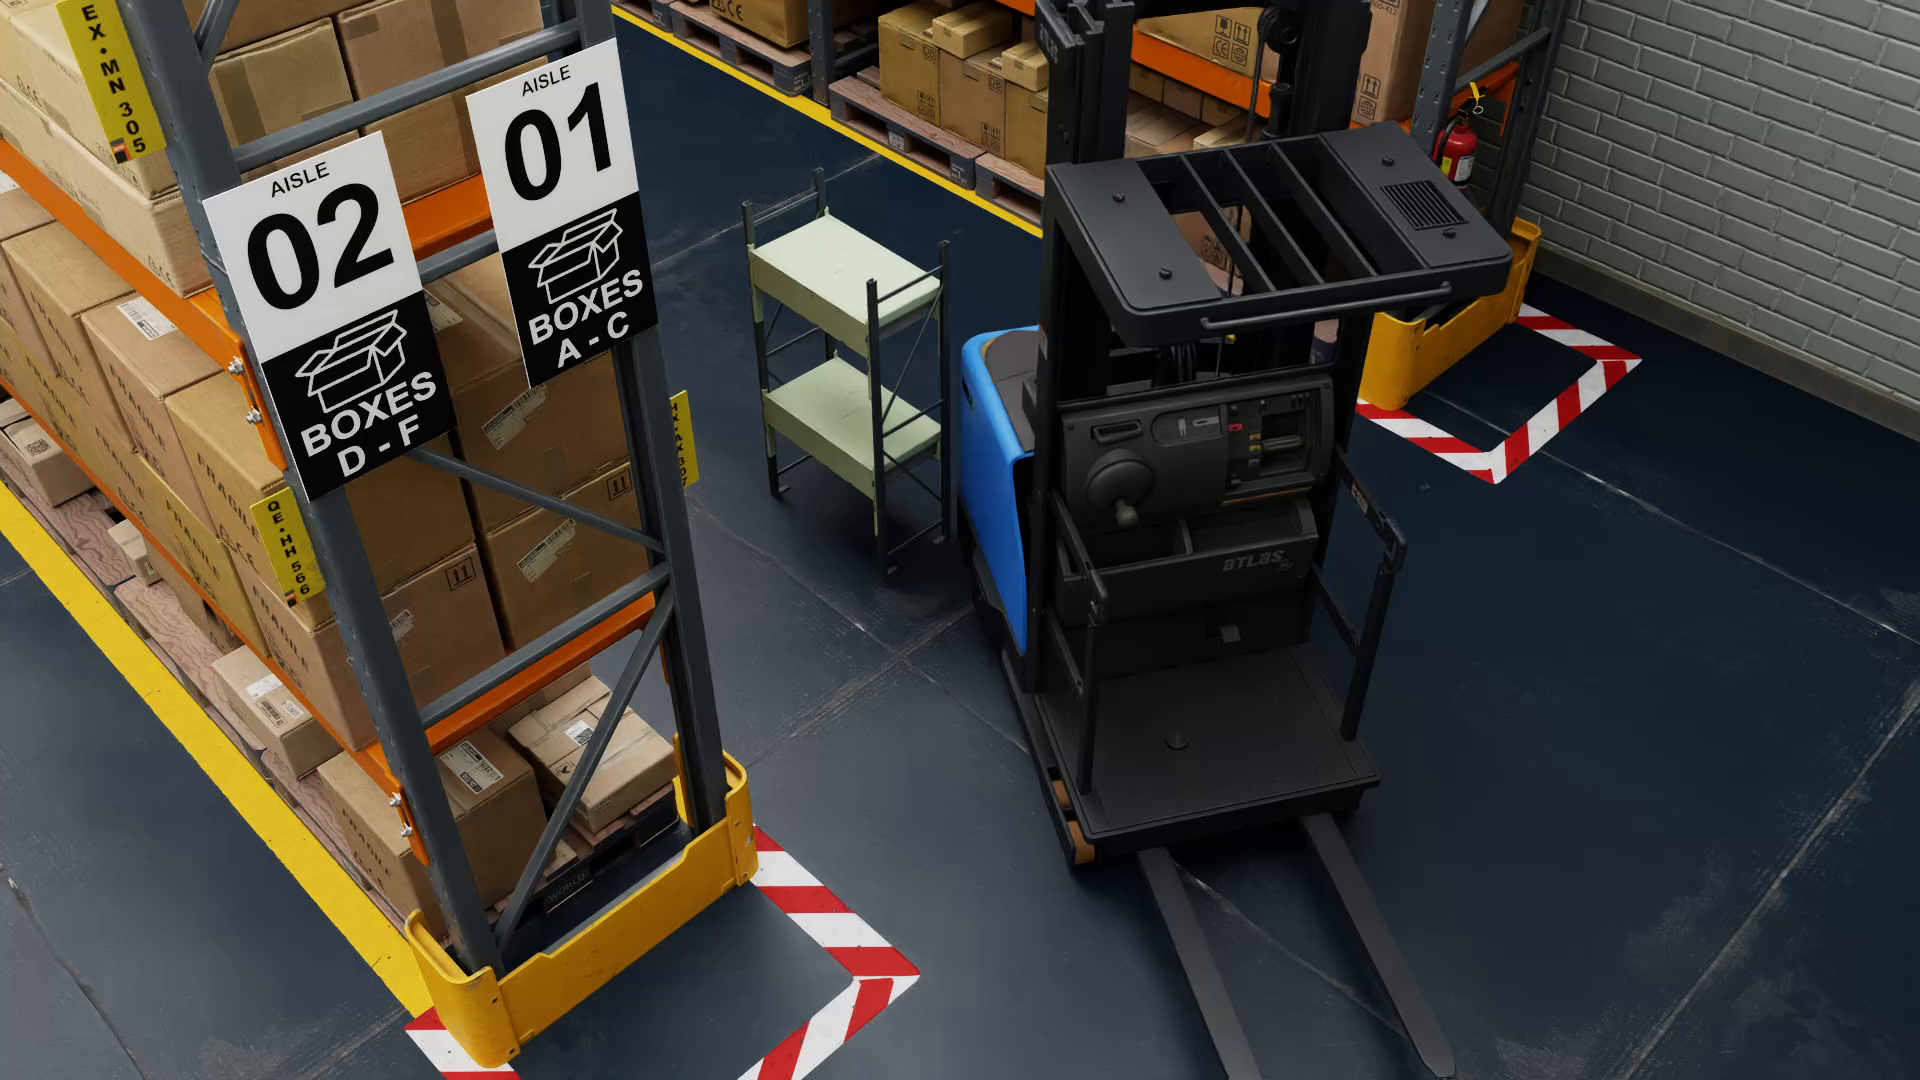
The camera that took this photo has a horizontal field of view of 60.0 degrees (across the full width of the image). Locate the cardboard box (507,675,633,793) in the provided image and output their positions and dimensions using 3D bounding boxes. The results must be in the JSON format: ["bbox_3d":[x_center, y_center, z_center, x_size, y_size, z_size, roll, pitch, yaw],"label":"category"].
[{"bbox_3d":[-1.407,0.699,6.047,0.380,0.166,0.250,-34,53,-31],"label":"cardboard box"}]

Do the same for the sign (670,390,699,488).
[{"bbox_3d":[-0.794,-0.272,4.697,0.100,0.325,0.005,-34,53,-31],"label":"sign"}]

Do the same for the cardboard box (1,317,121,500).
[{"bbox_3d":[-2.761,-0.548,5.559,0.500,0.500,0.500,33,52,31],"label":"cardboard box"}]

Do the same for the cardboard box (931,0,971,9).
[{"bbox_3d":[-0.005,-3.223,9.582,0.250,0.149,0.380,34,52,31],"label":"cardboard box"}]

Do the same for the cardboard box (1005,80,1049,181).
[{"bbox_3d":[0.670,-2.329,9.093,0.700,0.500,0.500,-33,52,-30],"label":"cardboard box"}]

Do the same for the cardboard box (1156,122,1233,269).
[{"bbox_3d":[1.408,-1.835,8.558,0.500,0.500,0.700,34,53,31],"label":"cardboard box"}]

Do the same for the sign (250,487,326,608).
[{"bbox_3d":[-1.586,0.021,3.931,0.100,0.325,0.005,-34,53,-31],"label":"sign"}]

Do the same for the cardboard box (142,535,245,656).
[{"bbox_3d":[-2.673,0.039,6.513,0.797,0.503,0.637,-34,53,-31],"label":"cardboard box"}]

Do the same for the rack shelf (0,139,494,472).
[{"bbox_3d":[-2.591,-1.493,4.975,1.077,0.370,4.000,-34,53,-31],"label":"rack shelf"}]

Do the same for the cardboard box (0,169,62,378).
[{"bbox_3d":[-2.777,-0.916,5.221,0.500,0.500,0.500,-32,52,-30],"label":"cardboard box"}]

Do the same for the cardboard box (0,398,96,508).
[{"bbox_3d":[-3.860,-0.485,7.222,0.500,0.311,0.500,-34,53,-31],"label":"cardboard box"}]

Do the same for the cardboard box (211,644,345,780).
[{"bbox_3d":[-2.387,0.540,6.157,0.500,0.250,0.500,-34,53,-31],"label":"cardboard box"}]

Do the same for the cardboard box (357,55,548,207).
[{"bbox_3d":[-1.361,-1.110,4.141,0.500,0.250,0.500,-34,53,-31],"label":"cardboard box"}]

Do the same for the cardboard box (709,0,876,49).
[{"bbox_3d":[-1.050,-3.607,10.218,0.750,0.750,0.750,-33,52,-31],"label":"cardboard box"}]

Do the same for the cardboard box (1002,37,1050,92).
[{"bbox_3d":[0.438,-2.556,8.860,0.250,0.149,0.380,33,52,30],"label":"cardboard box"}]

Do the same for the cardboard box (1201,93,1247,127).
[{"bbox_3d":[1.456,-2.232,8.510,0.380,0.149,0.250,-34,52,-31],"label":"cardboard box"}]

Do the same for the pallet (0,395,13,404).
[{"bbox_3d":[-4.604,-0.965,8.139,1.003,0.211,1.213,-34,53,-31],"label":"pallet"}]

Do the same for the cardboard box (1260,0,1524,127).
[{"bbox_3d":[1.959,-2.421,7.438,0.980,0.700,0.700,-32,51,-30],"label":"cardboard box"}]

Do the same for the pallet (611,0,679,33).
[{"bbox_3d":[-1.963,-3.889,11.303,1.003,0.211,1.213,-34,53,-31],"label":"pallet"}]

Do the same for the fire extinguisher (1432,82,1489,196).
[{"bbox_3d":[2.106,-1.611,7.115,0.296,0.674,0.183,-34,53,-31],"label":"fire extinguisher"}]

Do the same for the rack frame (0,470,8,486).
[{"bbox_3d":[-4.003,-1.616,6.789,1.000,3.000,0.127,-34,53,-31],"label":"rack frame"}]

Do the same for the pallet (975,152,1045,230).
[{"bbox_3d":[0.849,-1.979,9.236,1.003,0.211,1.213,-34,53,-31],"label":"pallet"}]

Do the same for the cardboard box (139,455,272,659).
[{"bbox_3d":[-2.056,-0.063,5.035,0.500,0.500,0.500,-34,52,-31],"label":"cardboard box"}]

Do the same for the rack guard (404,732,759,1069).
[{"bbox_3d":[-1.232,1.187,5.597,1.175,0.500,0.348,-34,53,-31],"label":"rack guard"}]

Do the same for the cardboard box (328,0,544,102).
[{"bbox_3d":[-1.357,-1.296,3.974,0.500,0.250,0.500,-34,53,-31],"label":"cardboard box"}]

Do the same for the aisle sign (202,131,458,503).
[{"bbox_3d":[-1.347,-0.470,3.632,0.394,0.787,0.004,-34,53,-31],"label":"aisle sign"}]

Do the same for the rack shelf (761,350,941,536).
[{"bbox_3d":[-0.445,-0.422,7.081,0.431,0.370,0.720,-33,52,-31],"label":"rack shelf"}]

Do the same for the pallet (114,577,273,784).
[{"bbox_3d":[-2.653,0.325,6.743,1.003,0.211,1.213,-34,53,-31],"label":"pallet"}]

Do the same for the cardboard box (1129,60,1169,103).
[{"bbox_3d":[1.094,-2.477,8.775,0.380,0.149,0.250,-34,52,-31],"label":"cardboard box"}]

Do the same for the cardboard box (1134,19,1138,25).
[{"bbox_3d":[0.905,-3.136,8.212,0.700,0.700,0.980,32,51,30],"label":"cardboard box"}]

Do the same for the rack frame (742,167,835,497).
[{"bbox_3d":[-0.697,-0.842,7.054,0.400,1.500,0.023,-33,52,-31],"label":"rack frame"}]

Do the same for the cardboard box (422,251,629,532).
[{"bbox_3d":[-1.305,-0.438,4.703,0.500,0.500,0.500,-32,52,-30],"label":"cardboard box"}]

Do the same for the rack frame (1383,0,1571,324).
[{"bbox_3d":[2.326,-2.070,7.280,1.000,3.000,0.127,-34,53,-31],"label":"rack frame"}]

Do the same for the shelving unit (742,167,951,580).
[{"bbox_3d":[-0.444,-0.661,6.859,0.431,1.500,0.755,-33,52,-31],"label":"shelving unit"}]

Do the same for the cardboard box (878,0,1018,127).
[{"bbox_3d":[-0.043,-2.820,9.624,0.700,0.500,0.500,-33,52,-31],"label":"cardboard box"}]

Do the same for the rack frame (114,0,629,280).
[{"bbox_3d":[-1.178,-1.898,2.673,1.000,3.000,0.127,-34,53,-31],"label":"rack frame"}]

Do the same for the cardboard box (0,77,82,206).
[{"bbox_3d":[-2.073,-1.107,4.138,0.500,0.250,0.500,-34,53,-31],"label":"cardboard box"}]

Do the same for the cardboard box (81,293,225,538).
[{"bbox_3d":[-2.045,-0.423,4.687,0.500,0.500,0.500,-33,52,-30],"label":"cardboard box"}]

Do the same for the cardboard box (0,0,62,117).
[{"bbox_3d":[-2.075,-1.289,3.967,0.500,0.250,0.500,-34,53,-31],"label":"cardboard box"}]

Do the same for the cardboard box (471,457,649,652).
[{"bbox_3d":[-1.305,-0.071,5.043,0.500,0.500,0.500,-33,52,-30],"label":"cardboard box"}]

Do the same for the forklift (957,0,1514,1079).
[{"bbox_3d":[0.842,-0.203,5.310,1.130,2.935,3.031,-10,44,-10],"label":"forklift"}]
